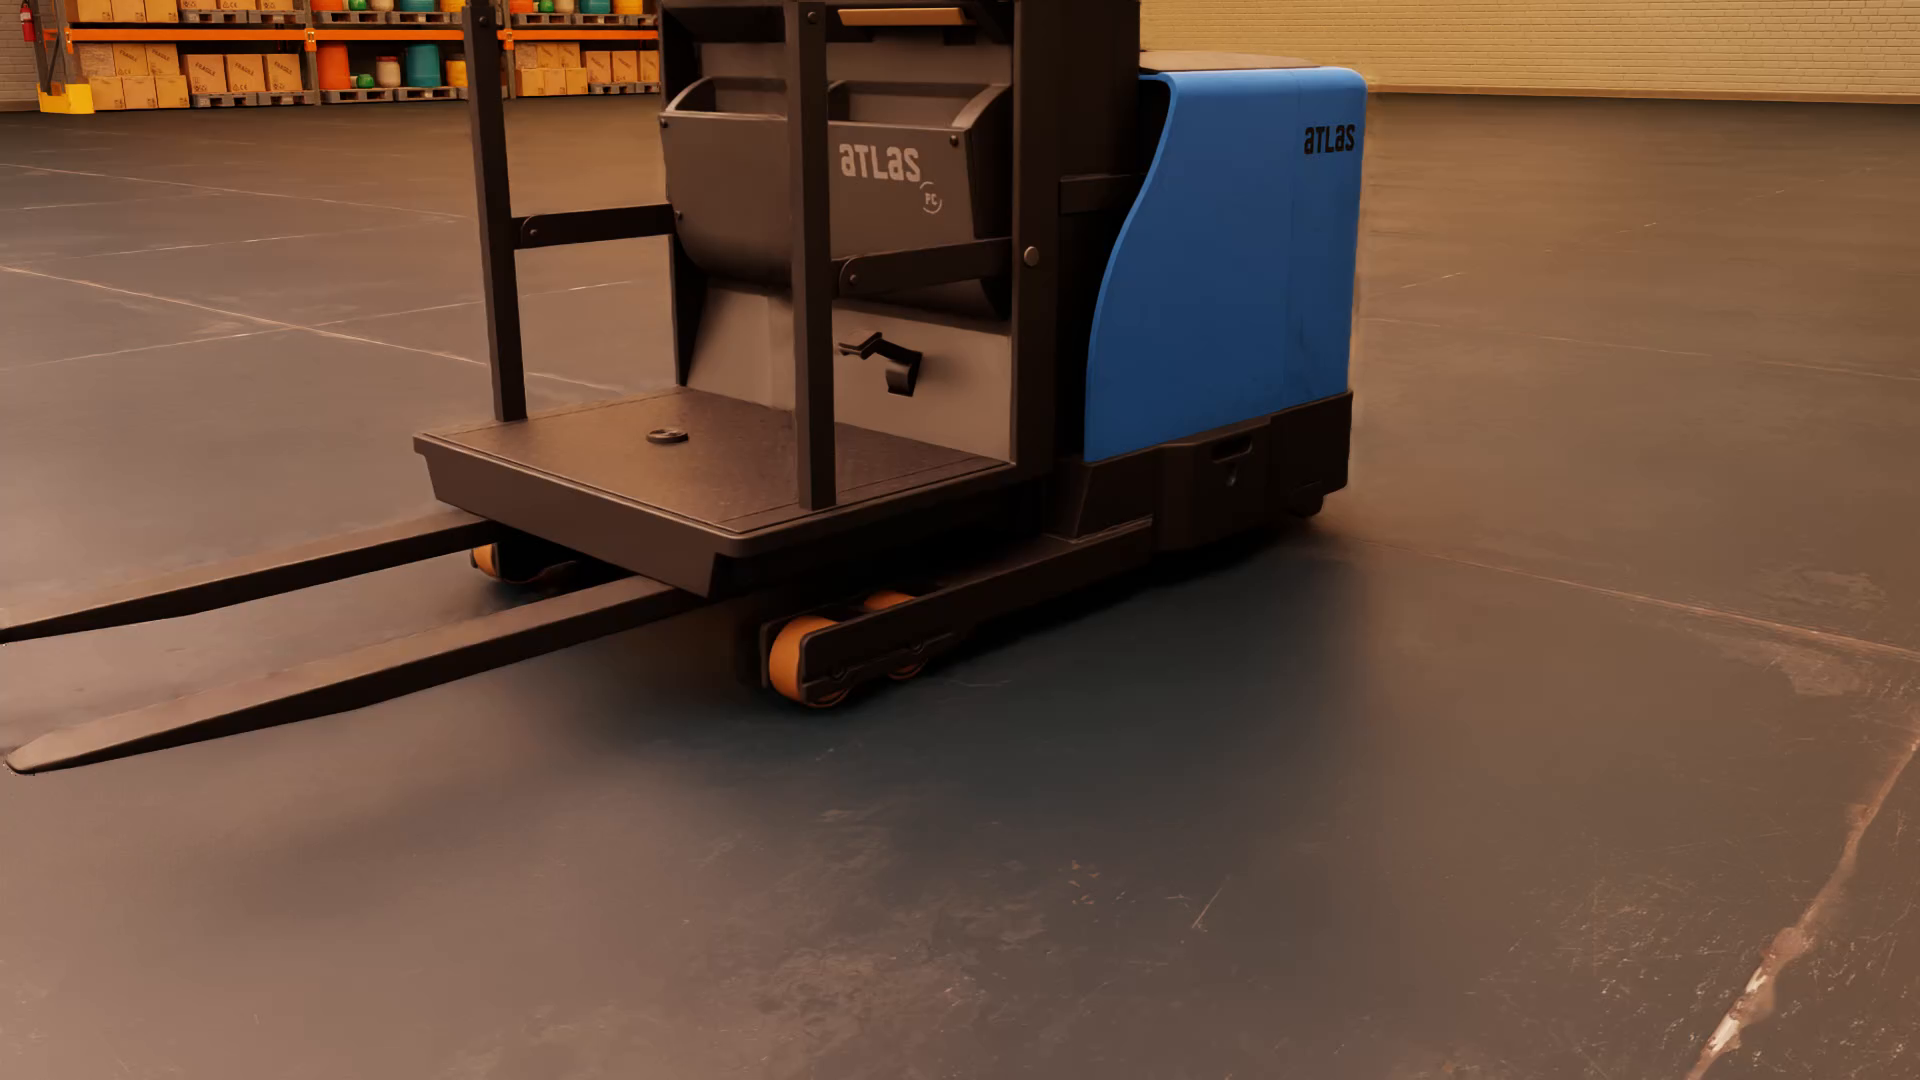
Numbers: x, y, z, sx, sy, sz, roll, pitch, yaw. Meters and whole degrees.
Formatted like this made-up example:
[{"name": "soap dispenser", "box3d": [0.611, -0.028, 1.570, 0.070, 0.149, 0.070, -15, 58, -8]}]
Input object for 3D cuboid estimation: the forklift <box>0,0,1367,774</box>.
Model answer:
[{"name": "forklift", "box3d": [-0.419, -1.270, 3.079, 1.130, 2.935, 3.031, 16, 23, 42]}]
